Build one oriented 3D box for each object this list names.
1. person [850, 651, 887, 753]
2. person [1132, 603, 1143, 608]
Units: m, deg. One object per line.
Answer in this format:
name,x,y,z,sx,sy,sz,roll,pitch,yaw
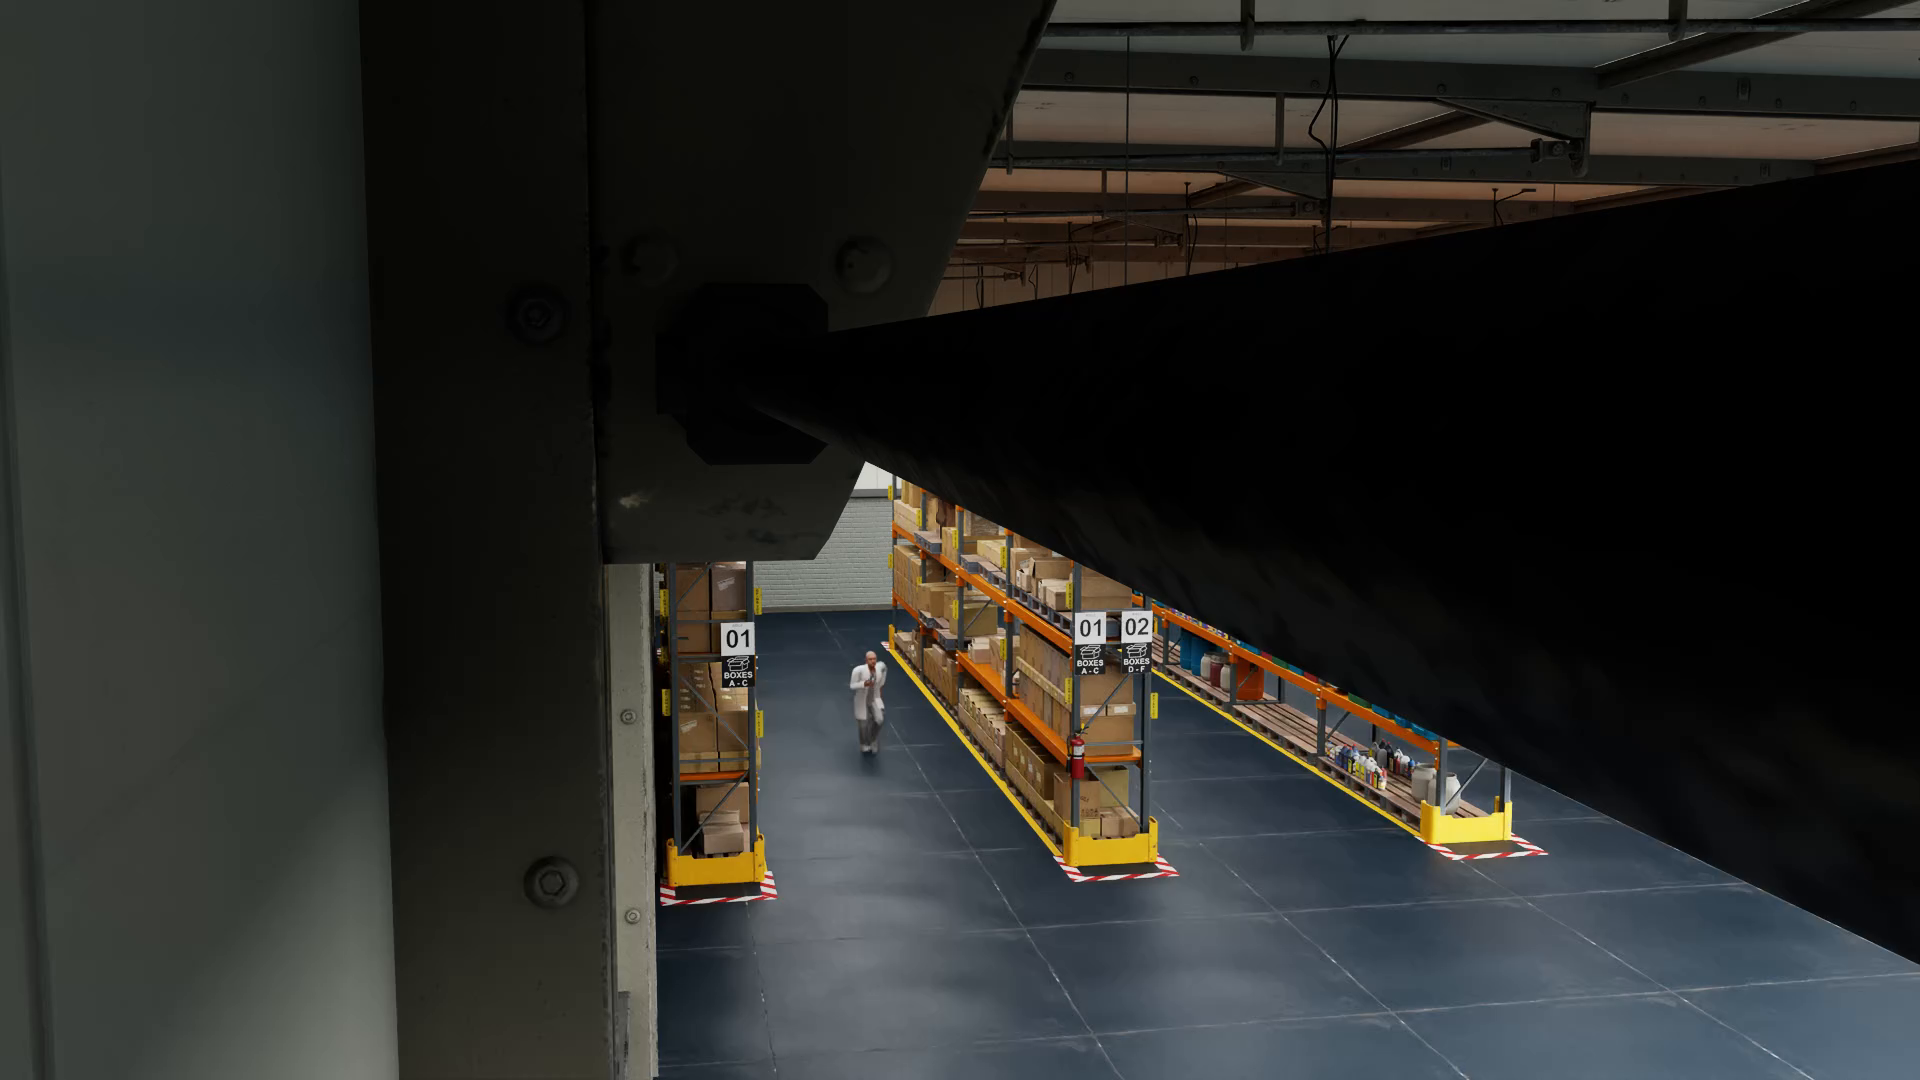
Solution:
person,-1.441,2.593,26.526,0.680,1.703,0.934,-2,6,-16
person,3.987,1.317,38.460,0.537,1.732,0.715,-1,6,-5
